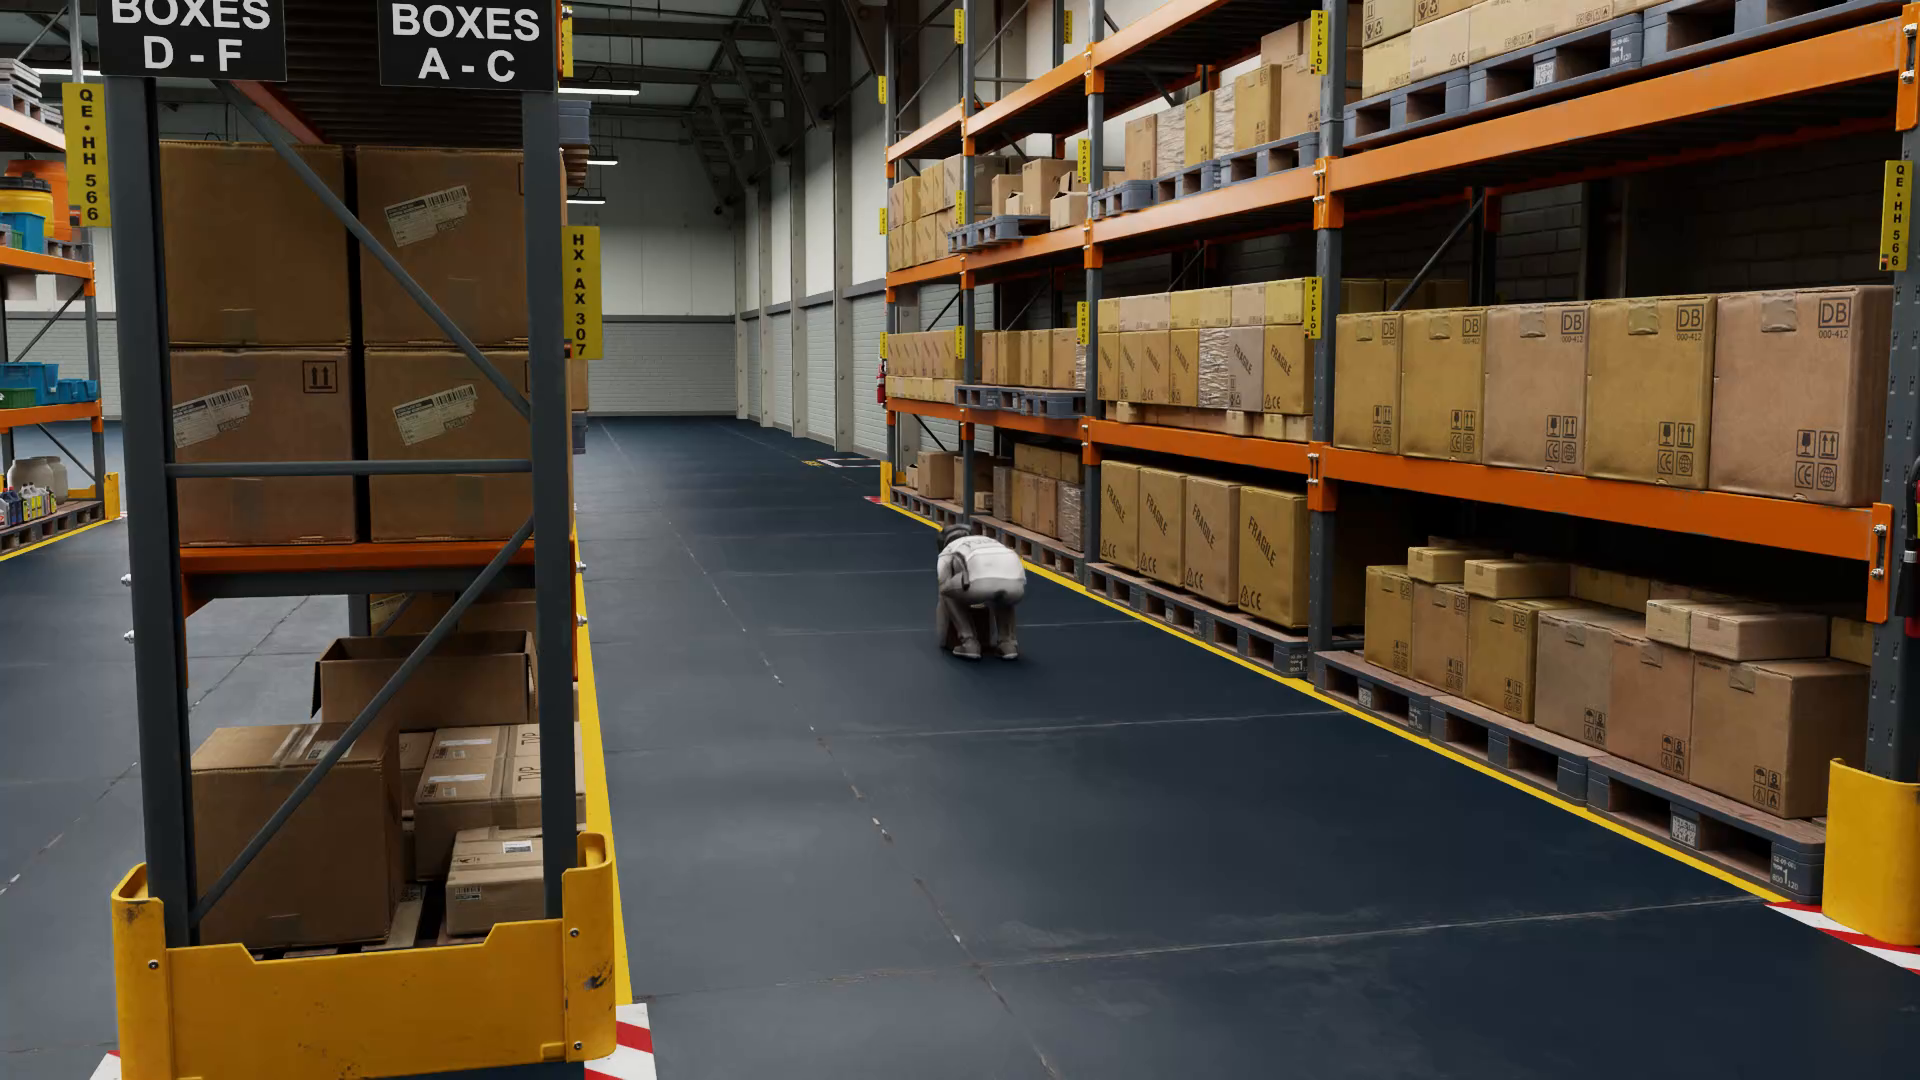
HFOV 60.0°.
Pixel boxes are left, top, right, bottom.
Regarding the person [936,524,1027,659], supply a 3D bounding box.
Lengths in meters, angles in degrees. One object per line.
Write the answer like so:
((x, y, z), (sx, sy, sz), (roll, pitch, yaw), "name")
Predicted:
((0.110, 0.317, 10.012), (0.456, 0.776, 0.909), (-2, 6, -15), "person")
